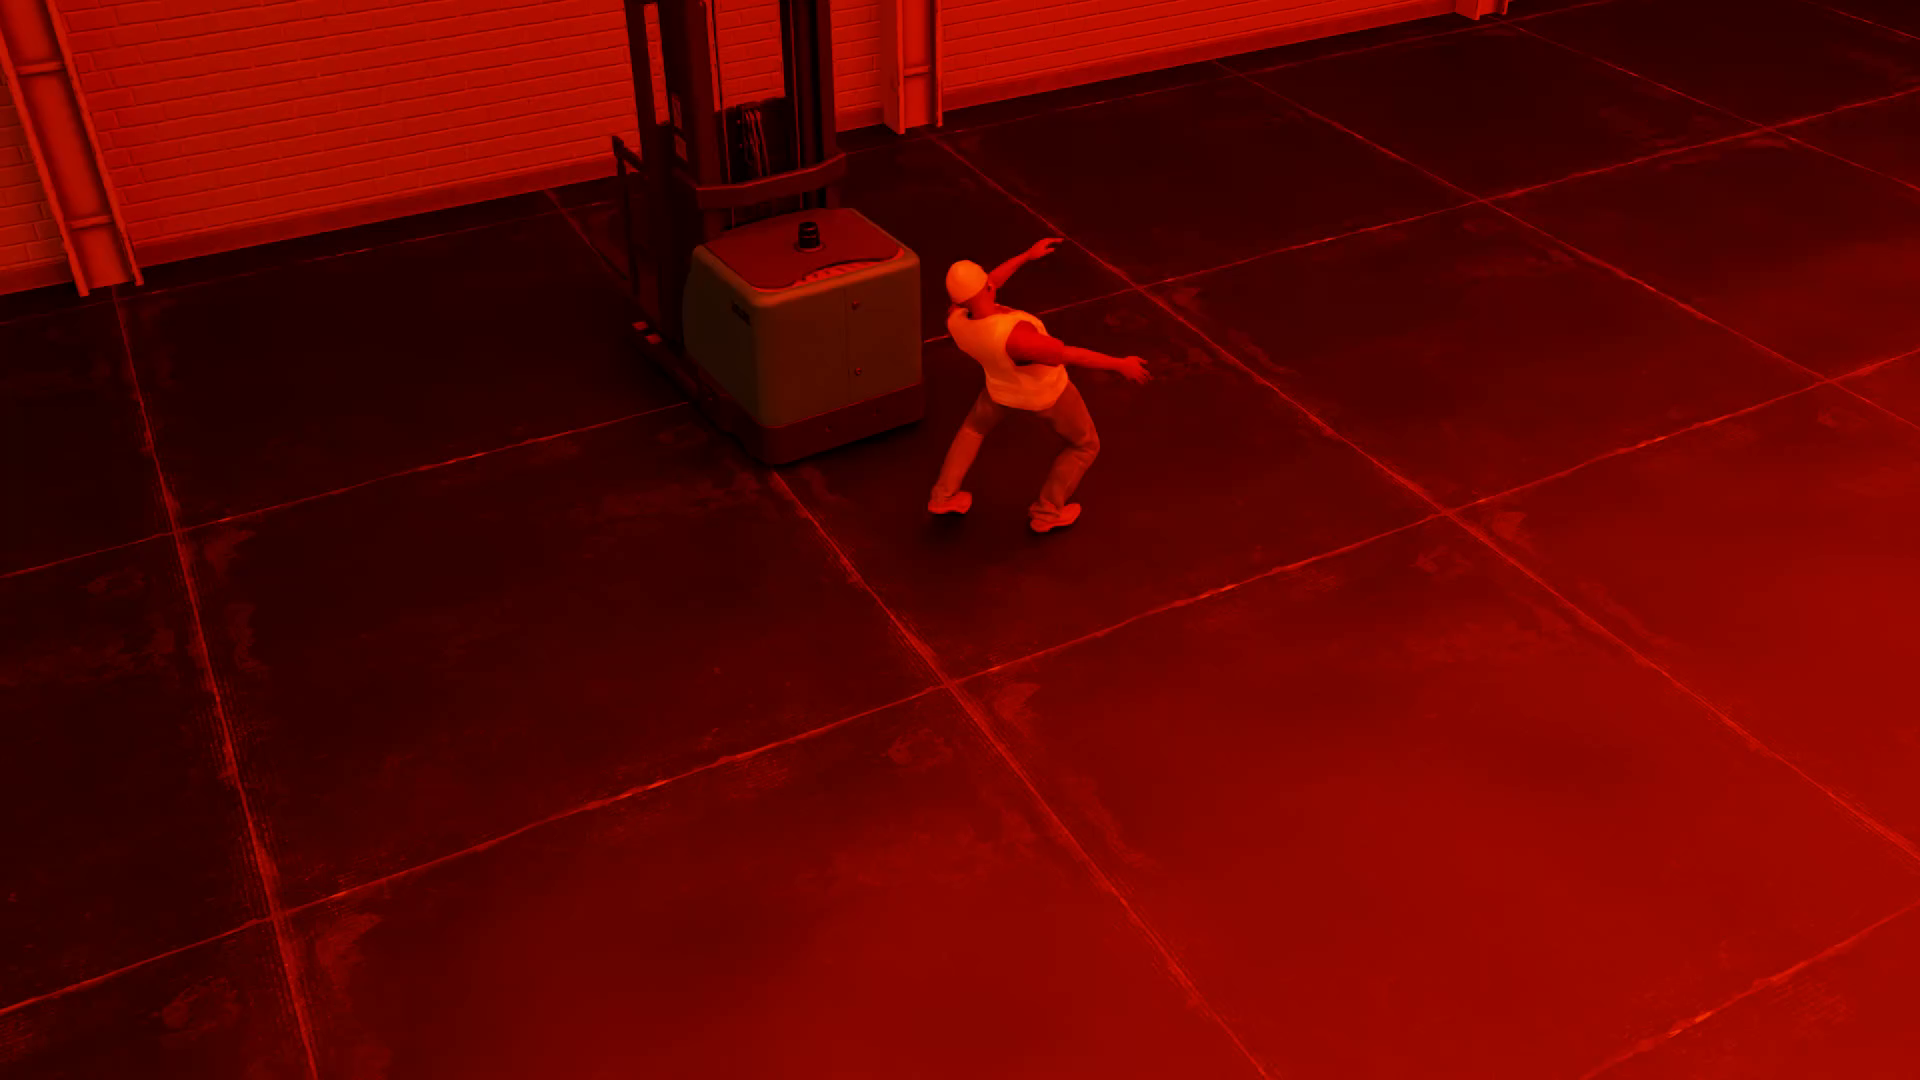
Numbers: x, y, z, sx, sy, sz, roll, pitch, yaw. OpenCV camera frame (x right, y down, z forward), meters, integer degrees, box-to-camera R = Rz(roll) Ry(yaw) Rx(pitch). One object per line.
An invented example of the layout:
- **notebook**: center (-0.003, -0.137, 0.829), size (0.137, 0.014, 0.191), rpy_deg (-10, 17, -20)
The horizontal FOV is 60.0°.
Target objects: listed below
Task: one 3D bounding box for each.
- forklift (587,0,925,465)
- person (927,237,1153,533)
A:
- **forklift**: center (-1.413, -2.426, 9.556), size (1.130, 2.935, 3.031), rpy_deg (-20, 40, -26)
- **person**: center (0.443, -0.729, 8.347), size (1.057, 1.520, 0.779), rpy_deg (18, 39, 23)
